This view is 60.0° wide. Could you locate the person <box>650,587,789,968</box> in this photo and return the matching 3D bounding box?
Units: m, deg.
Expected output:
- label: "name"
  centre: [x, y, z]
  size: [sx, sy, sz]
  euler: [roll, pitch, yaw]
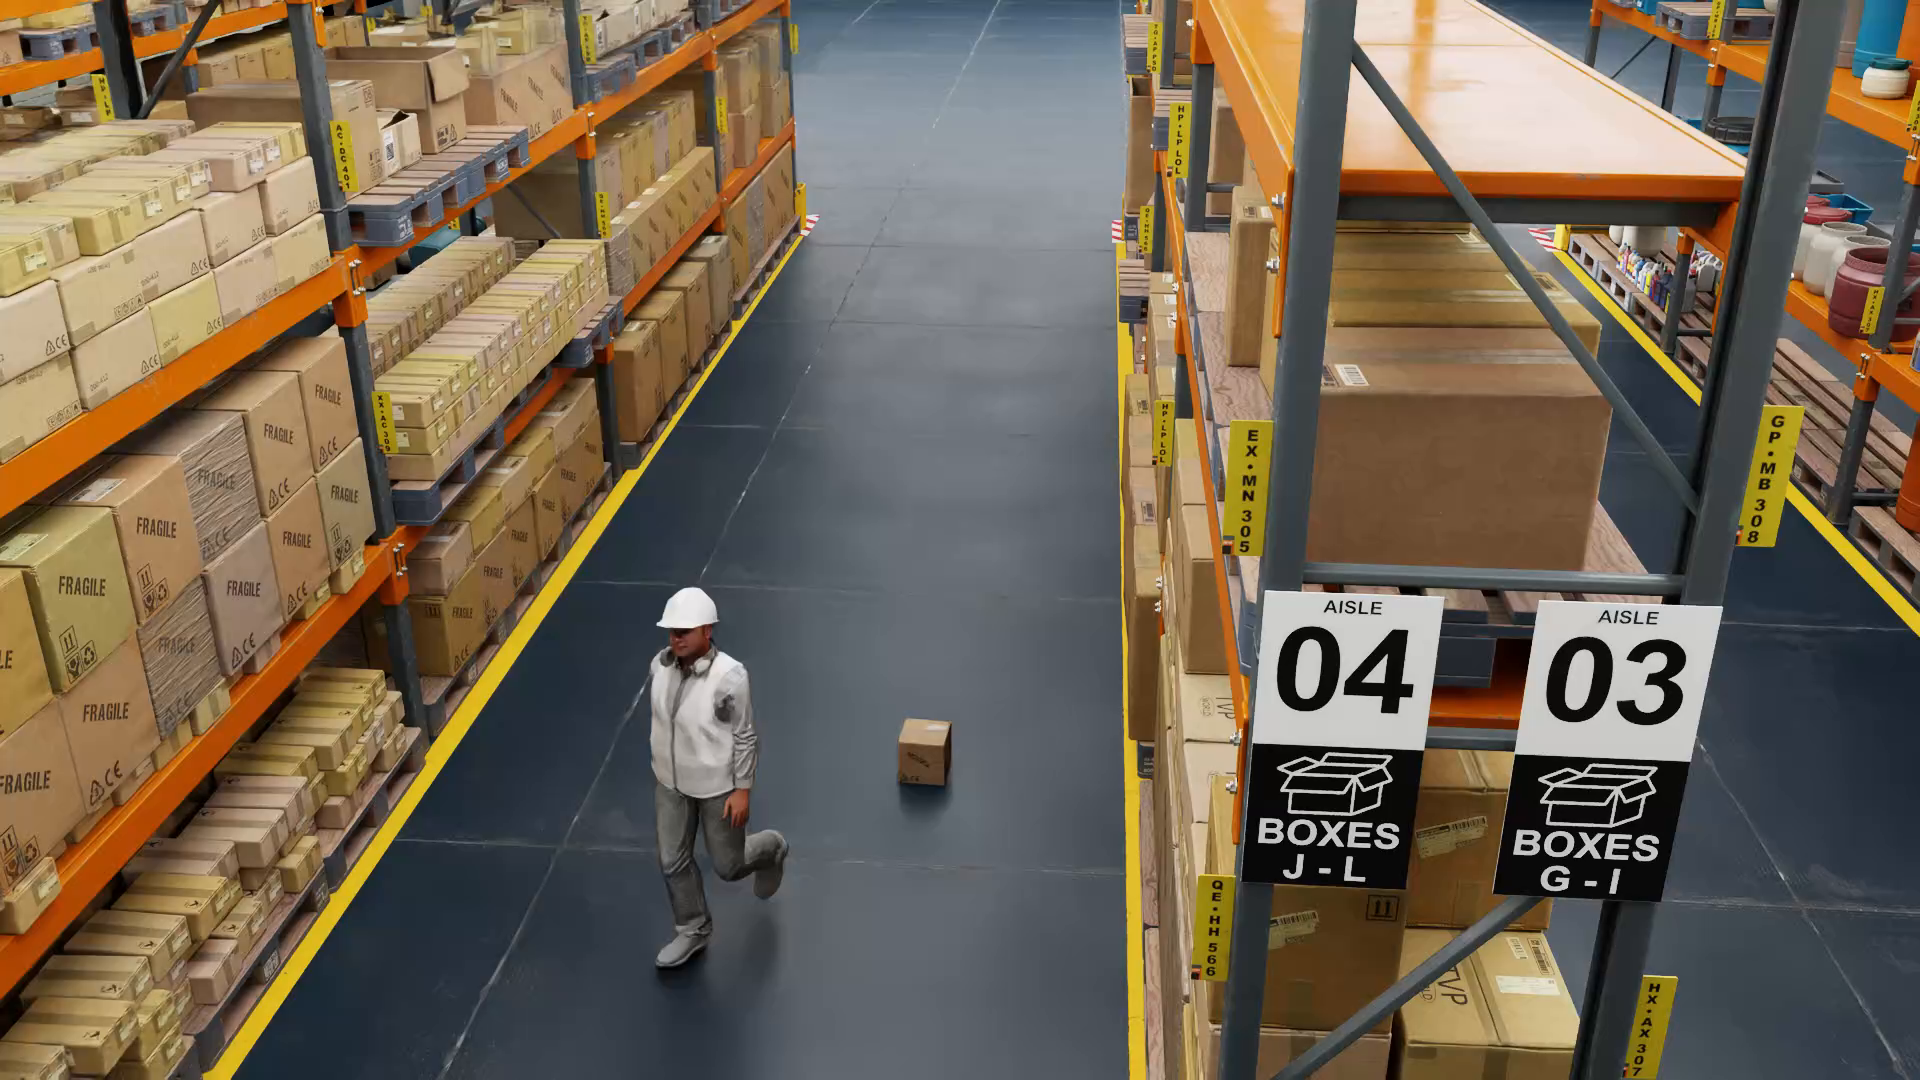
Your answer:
- label: "person"
  centre: [-1.097, 1.003, 7.338]
  size: [0.548, 1.750, 0.793]
  euler: [13, 27, 26]
